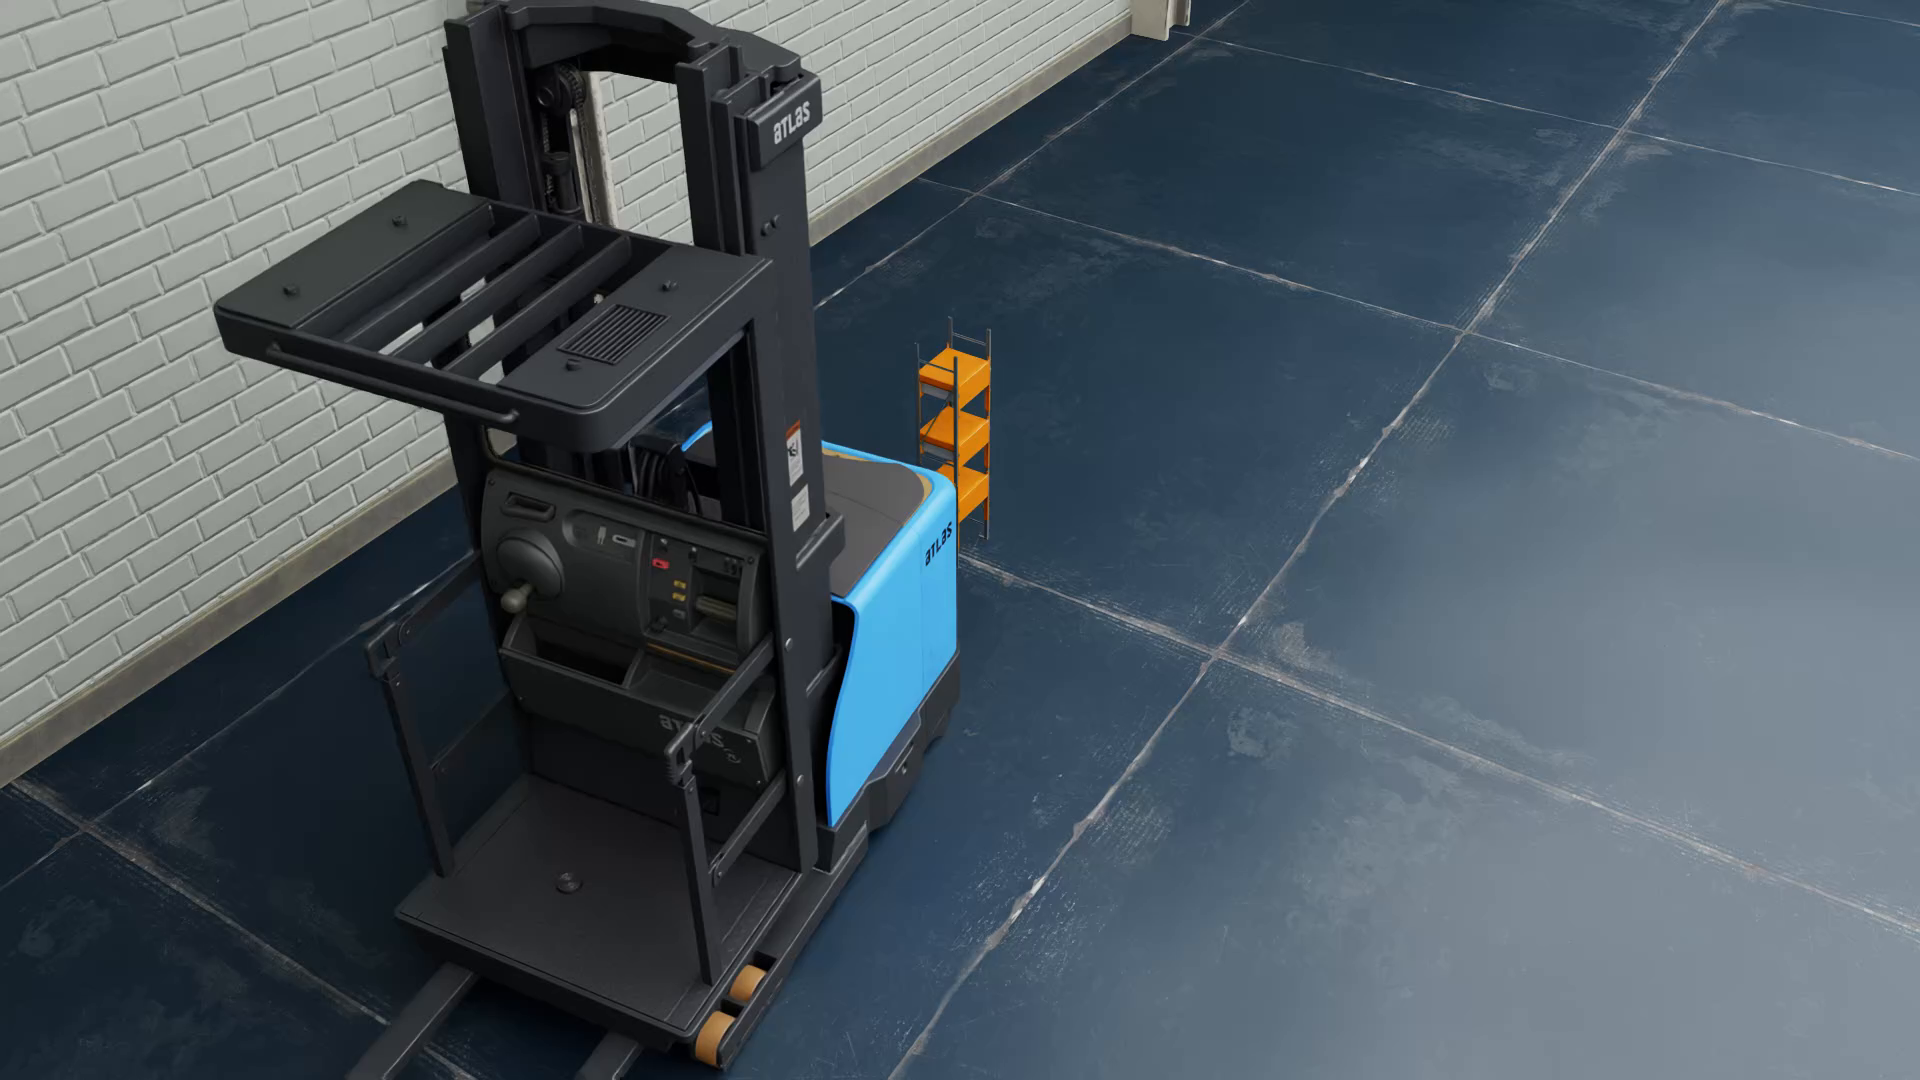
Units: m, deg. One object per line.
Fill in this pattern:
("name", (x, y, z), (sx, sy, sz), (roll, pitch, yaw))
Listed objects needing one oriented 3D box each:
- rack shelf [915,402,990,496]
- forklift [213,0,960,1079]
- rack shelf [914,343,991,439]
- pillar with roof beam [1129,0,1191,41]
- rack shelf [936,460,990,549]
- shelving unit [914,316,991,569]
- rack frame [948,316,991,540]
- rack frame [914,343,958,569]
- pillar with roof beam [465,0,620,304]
("rack shelf", (-0.029, -0.380, 6.900), (0.215, 0.259, 0.240), (21, 42, 25))
("forklift", (-1.076, 0.158, 4.644), (1.130, 2.935, 3.031), (16, 40, 19))
("rack shelf", (-0.029, -0.605, 6.727), (0.215, 0.259, 0.240), (21, 42, 25))
("pillar with roof beam", (5.075, -5.871, 7.496), (9.100, 9.000, 0.400), (21, 42, 25))
("rack shelf", (-0.029, -0.160, 7.070), (0.215, 0.259, 0.240), (21, 42, 25))
("shelving unit", (-0.029, -0.388, 6.894), (0.215, 1.050, 0.252), (21, 42, 25))
("rack frame", (0.037, -0.451, 6.975), (0.200, 1.050, 0.008), (21, 42, 25))
("rack frame", (-0.094, -0.325, 6.812), (0.200, 1.050, 0.008), (21, 42, 25))
("pillar with roof beam", (1.860, -2.778, 3.483), (9.100, 9.000, 0.400), (21, 42, 25))
